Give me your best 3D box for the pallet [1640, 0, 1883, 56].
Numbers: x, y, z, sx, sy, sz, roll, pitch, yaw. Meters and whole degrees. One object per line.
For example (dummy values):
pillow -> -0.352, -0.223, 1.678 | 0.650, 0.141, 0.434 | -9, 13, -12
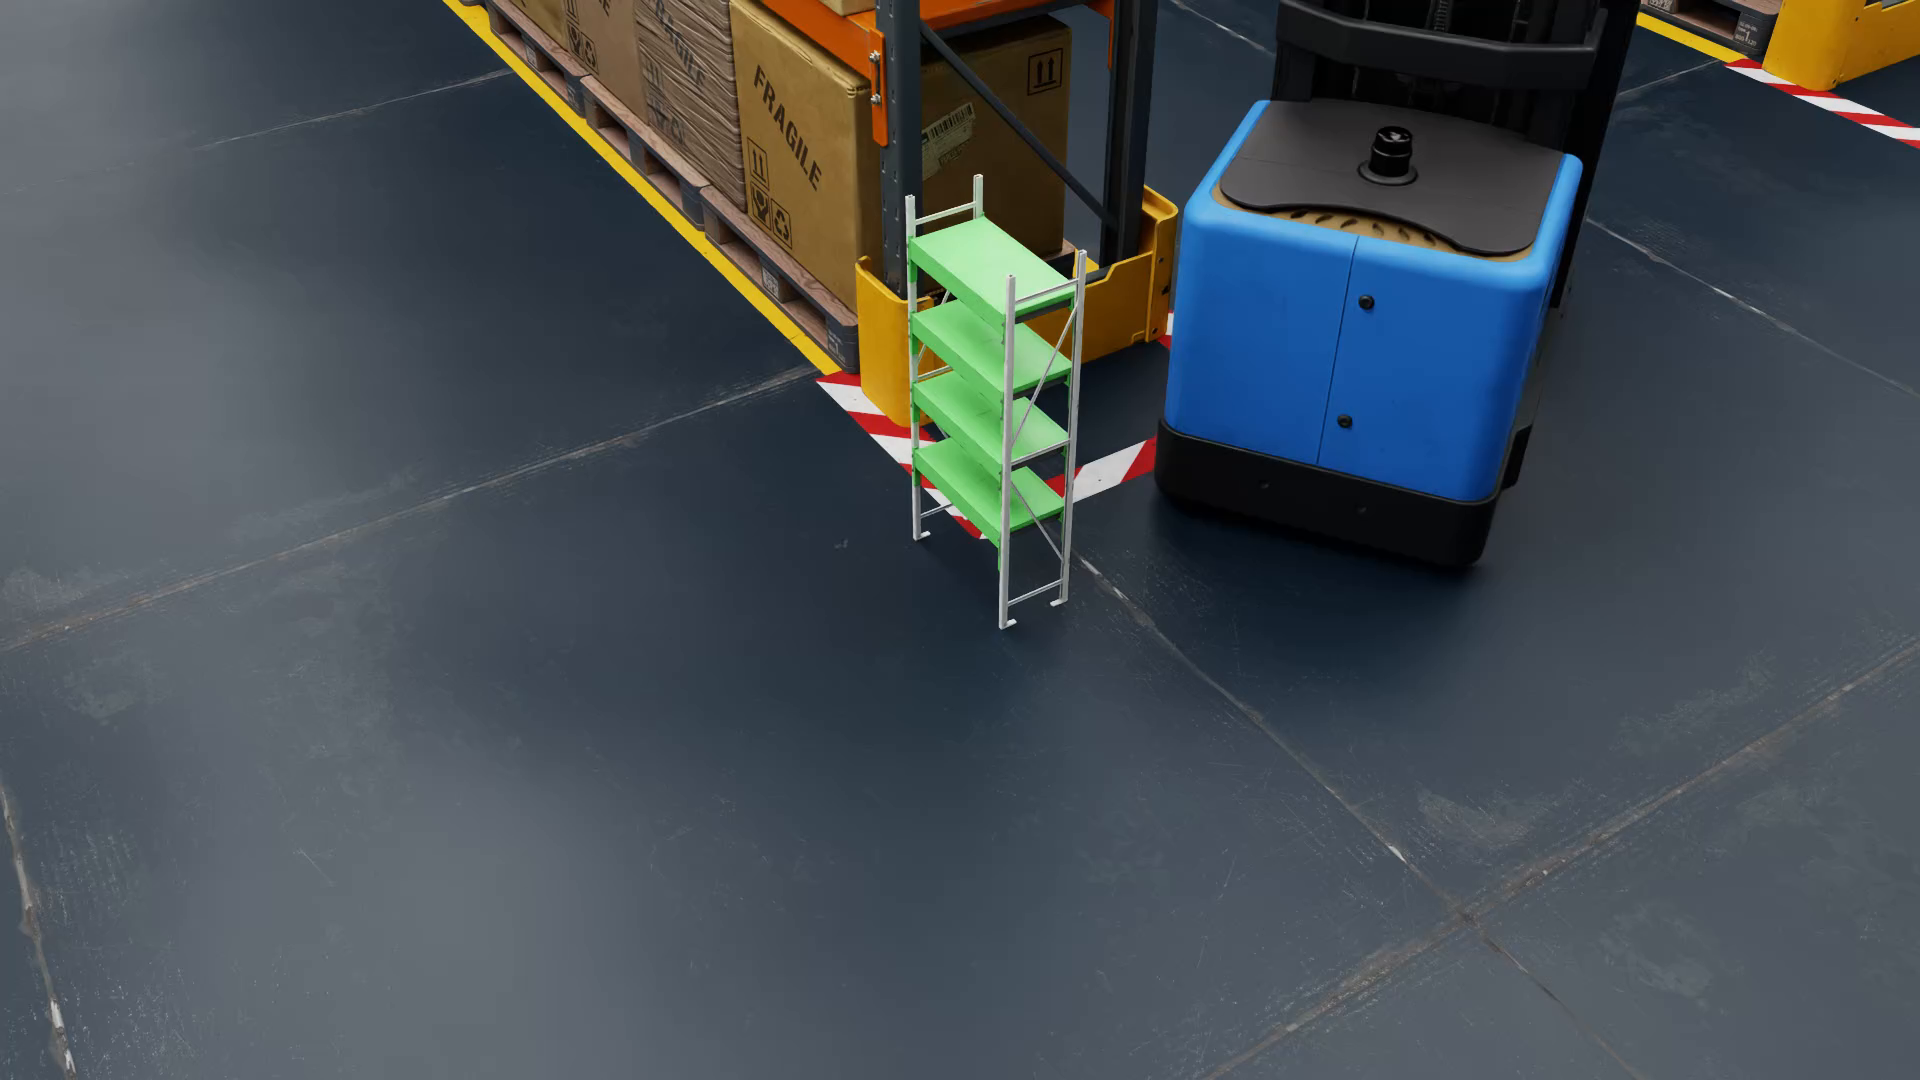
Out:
pallet -> 3.962, -2.919, 8.588 | 1.003, 0.211, 1.213 | -22, 45, -24

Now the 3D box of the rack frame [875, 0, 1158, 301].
rack frame -> 0.197, -1.827, 5.099 | 1.000, 3.000, 0.127 | -22, 45, -24

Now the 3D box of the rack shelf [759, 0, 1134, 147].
rack shelf -> -0.879, -2.630, 6.625 | 1.077, 0.370, 4.000 | -22, 45, -24

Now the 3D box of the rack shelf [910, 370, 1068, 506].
rack shelf -> 0.089, -0.322, 4.799 | 0.258, 0.148, 0.480 | -22, 45, -24

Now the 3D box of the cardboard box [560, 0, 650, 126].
cardboard box -> -1.183, -2.462, 7.193 | 0.875, 0.875, 0.875 | -22, 45, -24

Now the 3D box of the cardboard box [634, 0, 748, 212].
cardboard box -> -0.704, -1.981, 6.616 | 0.875, 0.875, 0.875 | -22, 45, -24

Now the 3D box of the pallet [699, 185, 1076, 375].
pallet -> -0.299, -1.160, 6.478 | 1.003, 0.211, 1.213 | -22, 45, -24

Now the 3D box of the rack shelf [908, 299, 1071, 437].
rack shelf -> 0.089, -0.507, 4.646 | 0.258, 0.148, 0.480 | -22, 45, -24

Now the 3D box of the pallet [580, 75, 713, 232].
pallet -> -0.951, -1.818, 7.267 | 1.003, 0.211, 1.213 | -22, 45, -24

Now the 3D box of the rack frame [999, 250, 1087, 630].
rack frame -> 0.220, -0.240, 4.601 | 0.240, 1.200, 0.015 | -22, 45, -24

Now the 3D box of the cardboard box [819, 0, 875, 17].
cardboard box -> -0.272, -1.809, 5.274 | 0.380, 0.149, 0.250 | -21, 44, -24

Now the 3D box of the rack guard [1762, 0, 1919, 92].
rack guard -> 4.397, -2.563, 7.935 | 1.175, 0.500, 0.348 | -22, 45, -24

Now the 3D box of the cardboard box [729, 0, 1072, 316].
cardboard box -> -0.215, -1.490, 6.027 | 0.875, 0.875, 0.875 | -22, 45, -24

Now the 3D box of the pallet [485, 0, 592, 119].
pallet -> -1.611, -2.477, 8.058 | 1.003, 0.211, 1.213 | -22, 45, -24

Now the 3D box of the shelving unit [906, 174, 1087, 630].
shelving unit -> 0.089, -0.372, 4.759 | 0.258, 1.200, 0.503 | -22, 45, -24

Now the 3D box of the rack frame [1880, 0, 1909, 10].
rack frame -> 4.373, -3.532, 7.145 | 1.000, 3.000, 0.127 | -22, 45, -24

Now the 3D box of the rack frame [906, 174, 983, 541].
rack frame -> -0.042, -0.503, 4.917 | 0.240, 1.200, 0.015 | -22, 45, -24

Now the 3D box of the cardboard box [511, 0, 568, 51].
cardboard box -> -1.667, -2.947, 7.775 | 0.875, 0.875, 0.875 | -22, 45, -24

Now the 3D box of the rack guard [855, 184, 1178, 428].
rack guard -> 0.210, -0.854, 5.884 | 1.175, 0.500, 0.348 | -22, 45, -24

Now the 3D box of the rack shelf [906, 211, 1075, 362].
rack shelf -> 0.089, -0.691, 4.492 | 0.258, 0.148, 0.480 | -22, 45, -24

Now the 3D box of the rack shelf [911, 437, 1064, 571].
rack shelf -> 0.089, -0.138, 4.953 | 0.258, 0.148, 0.480 | -22, 45, -24

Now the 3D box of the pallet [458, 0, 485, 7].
pallet -> -2.433, -3.305, 9.052 | 1.003, 0.211, 1.213 | -22, 45, -24

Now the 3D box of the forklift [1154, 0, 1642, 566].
forklift -> 1.678, -1.991, 5.350 | 1.130, 2.935, 3.031 | 16, 42, 18
